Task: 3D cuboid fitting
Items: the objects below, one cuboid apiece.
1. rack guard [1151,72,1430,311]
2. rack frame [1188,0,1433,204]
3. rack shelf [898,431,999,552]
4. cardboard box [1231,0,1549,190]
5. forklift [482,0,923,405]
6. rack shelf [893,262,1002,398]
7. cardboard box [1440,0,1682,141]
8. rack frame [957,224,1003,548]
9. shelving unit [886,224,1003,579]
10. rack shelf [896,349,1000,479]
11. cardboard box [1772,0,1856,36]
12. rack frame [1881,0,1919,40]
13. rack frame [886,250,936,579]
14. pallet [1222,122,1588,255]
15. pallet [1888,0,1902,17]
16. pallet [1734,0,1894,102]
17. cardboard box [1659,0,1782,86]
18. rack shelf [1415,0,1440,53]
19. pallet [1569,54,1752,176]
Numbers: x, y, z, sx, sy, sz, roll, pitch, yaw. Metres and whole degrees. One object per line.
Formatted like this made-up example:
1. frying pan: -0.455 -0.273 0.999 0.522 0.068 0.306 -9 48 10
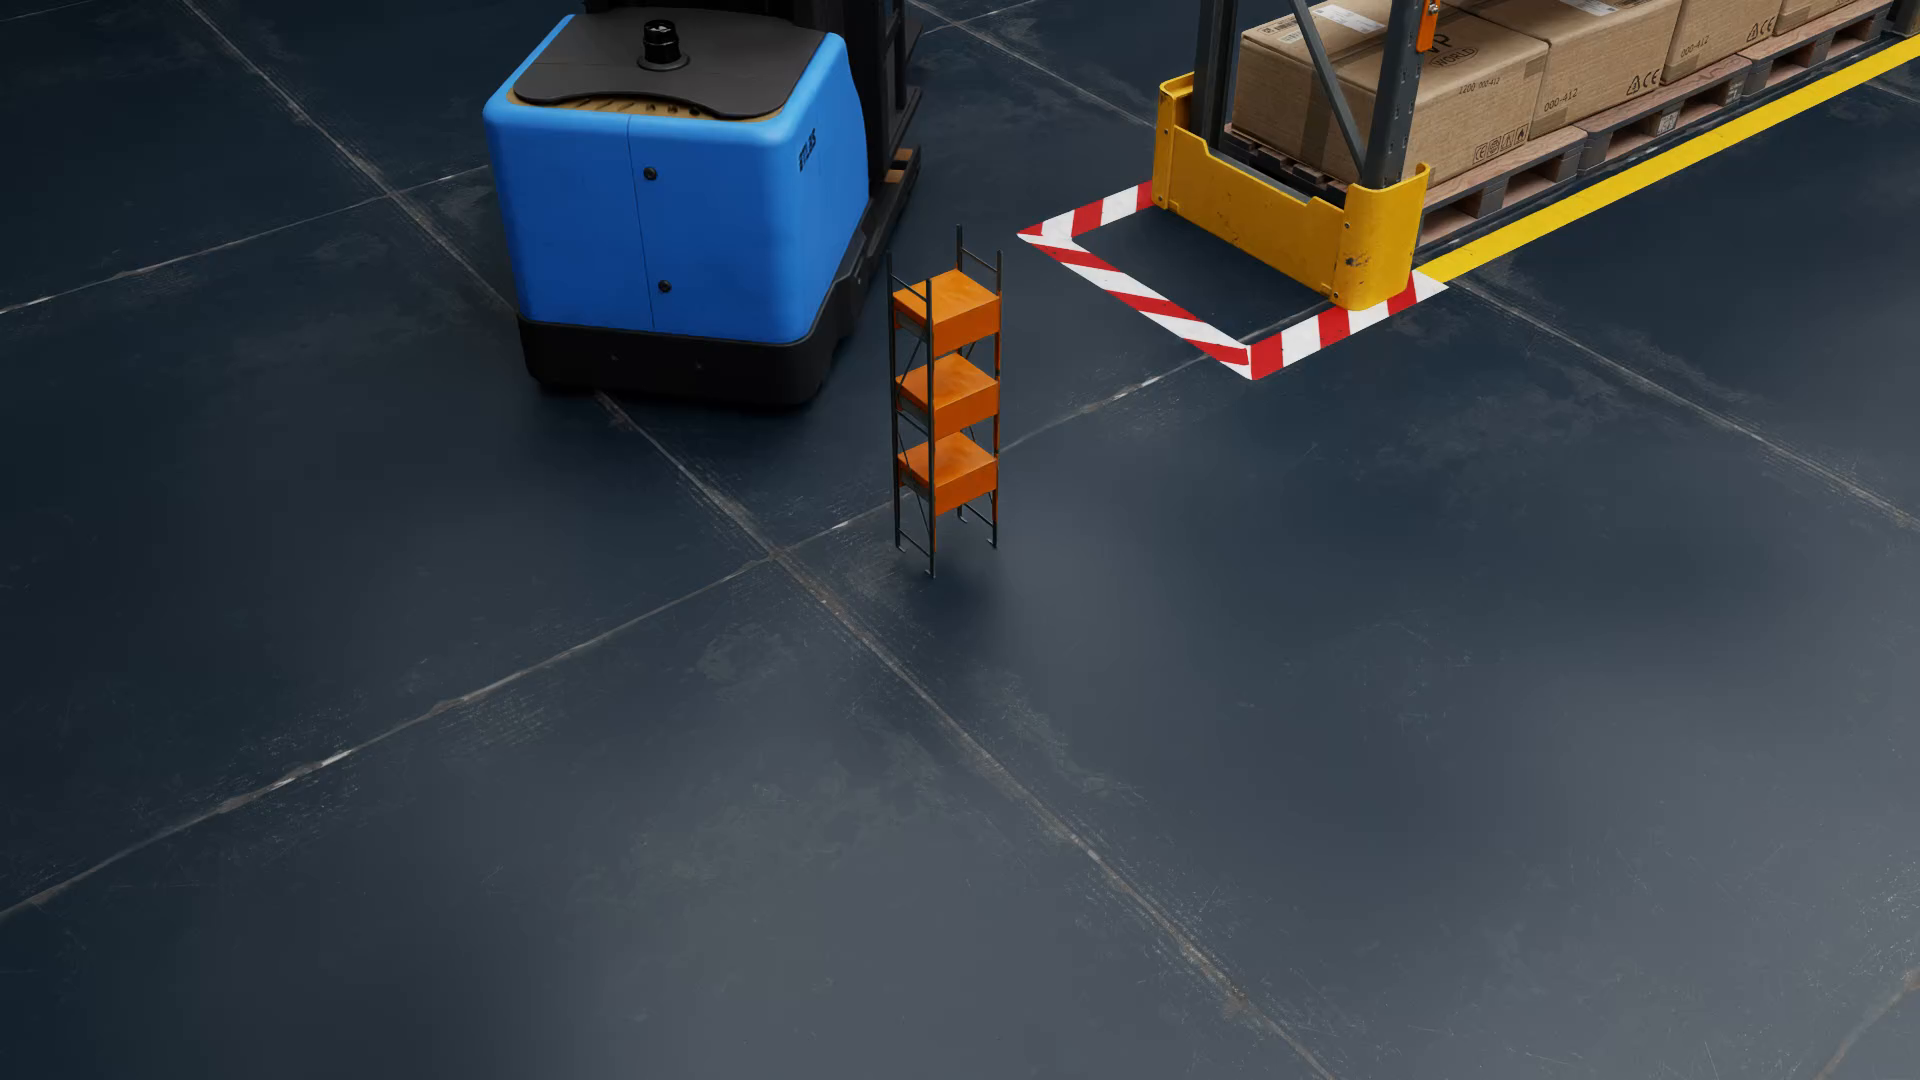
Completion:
1. rack guard: 1.269 -1.405 6.568 0.348 0.500 1.175 -26 46 -28
2. rack frame: 1.288 -2.380 5.786 0.127 3.000 1.000 -26 46 -28
3. rack shelf: -0.042 -0.162 5.075 0.240 0.259 0.215 -26 46 -28
4. cardboard box: 1.751 -1.857 6.838 0.875 0.438 0.875 -28 47 -29
5. forklift: -0.773 -2.531 6.024 1.130 2.935 3.031 6 40 8
6. rack shelf: -0.042 -0.596 4.719 0.240 0.259 0.215 -26 46 -28
7. cardboard box: 2.471 -2.215 7.274 0.875 0.438 0.875 -25 45 -27
8. rack frame: 0.054 -0.432 4.949 0.008 1.050 0.200 -26 46 -28
9. shelving unit: -0.042 -0.385 4.892 0.252 1.050 0.215 -26 46 -28
10. rack shelf: -0.042 -0.377 4.899 0.240 0.259 0.215 -26 46 -28
11. cardboard box: 3.897 -2.909 8.120 0.875 0.438 0.875 -27 46 -29
12. rack frame: 4.460 -3.926 7.671 0.127 3.000 1.000 -26 46 -28
13. rack frame: -0.139 -0.338 4.834 0.008 1.050 0.200 -26 46 -28
14. pallet: 1.874 -1.650 7.096 1.213 0.211 1.003 -26 46 -28
15. pallet: 5.026 -3.184 8.965 1.213 0.211 1.003 -26 46 -28
16. pallet: 3.809 -2.593 8.245 1.213 0.211 1.003 -26 46 -28
17. cardboard box: 3.187 -2.563 7.698 0.875 0.438 0.875 -27 47 -29
18. rack shelf: 2.874 -2.875 6.957 4.000 0.370 1.077 -26 46 -28
19. pallet: 2.841 -2.119 7.667 1.213 0.211 1.003 -26 46 -28
